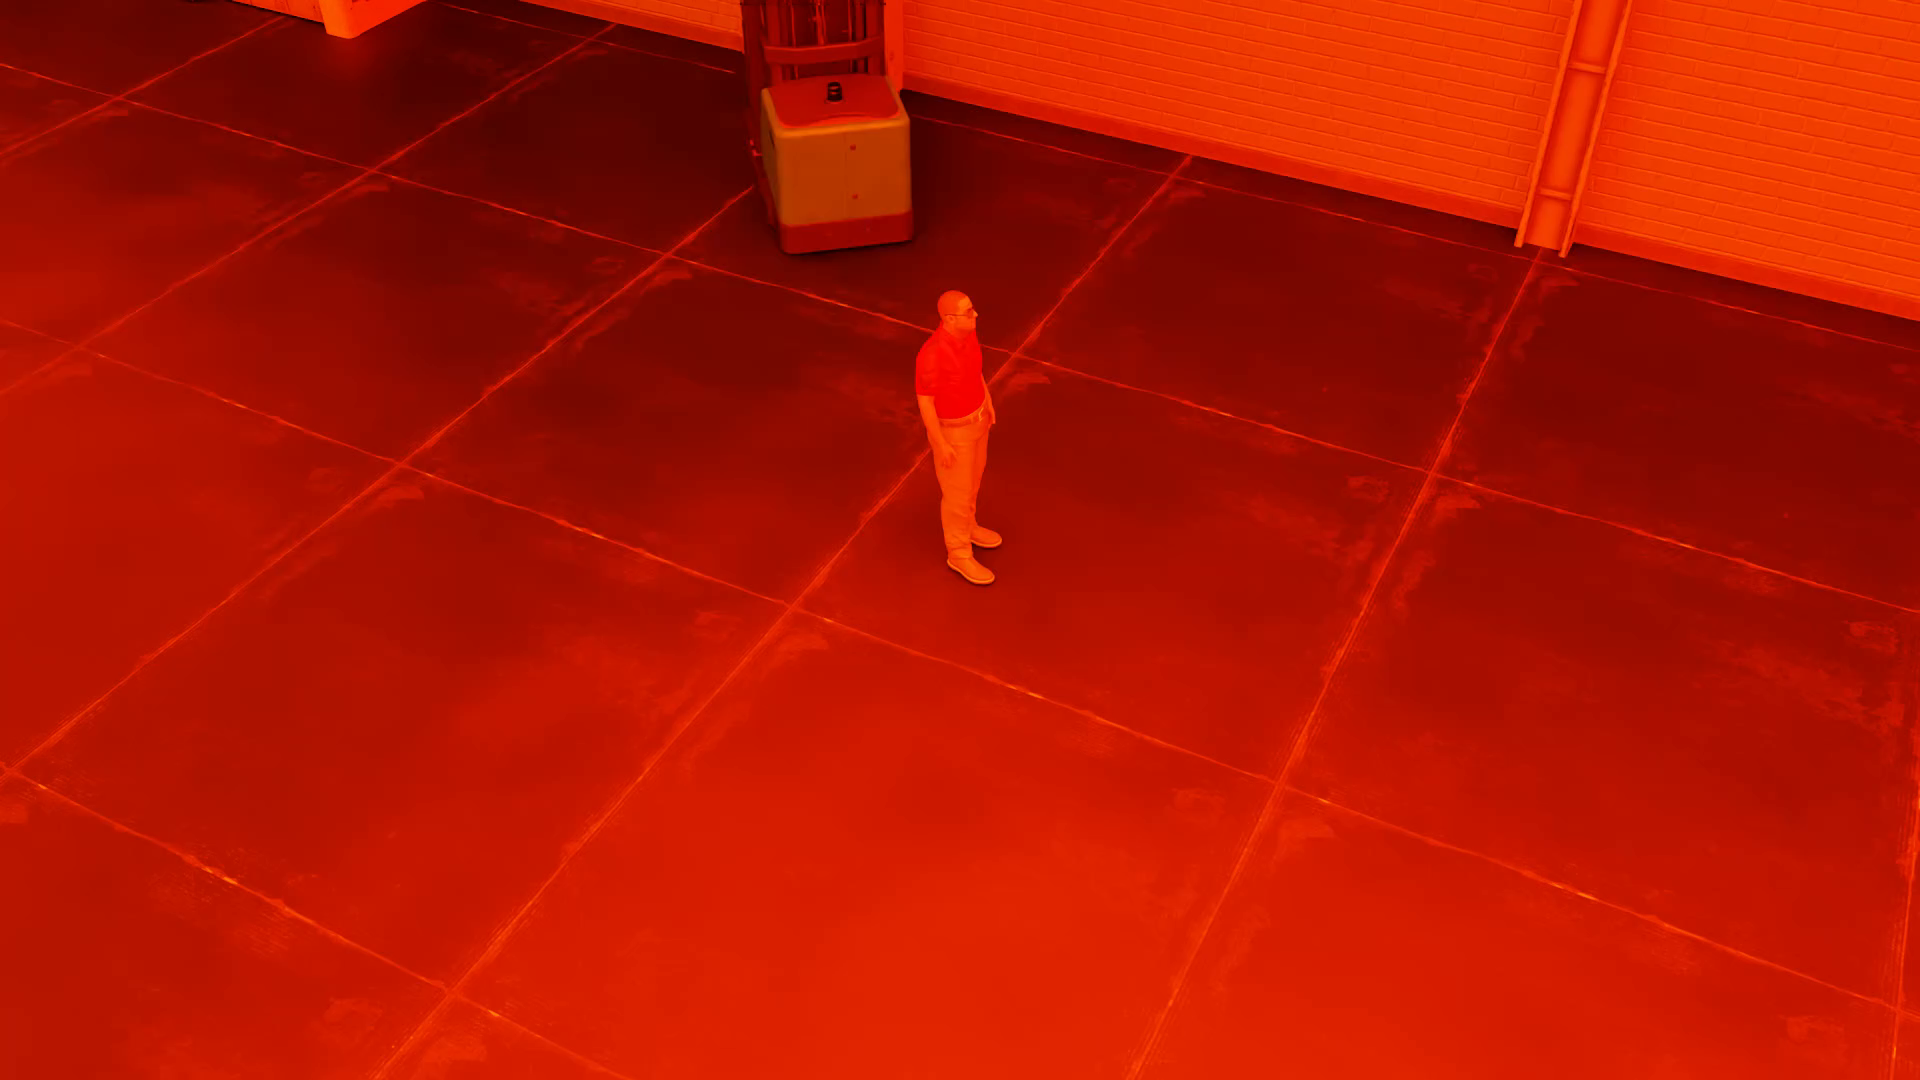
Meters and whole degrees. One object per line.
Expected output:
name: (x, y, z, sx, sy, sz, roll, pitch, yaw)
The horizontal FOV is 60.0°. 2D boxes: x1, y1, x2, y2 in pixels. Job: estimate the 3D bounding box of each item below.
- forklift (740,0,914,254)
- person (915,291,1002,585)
forklift: (-1.188, -4.272, 13.059, 1.130, 2.935, 3.031, -9, 41, -10)
person: (0.074, -0.633, 9.660, 0.551, 1.727, 0.640, 18, 43, 21)
